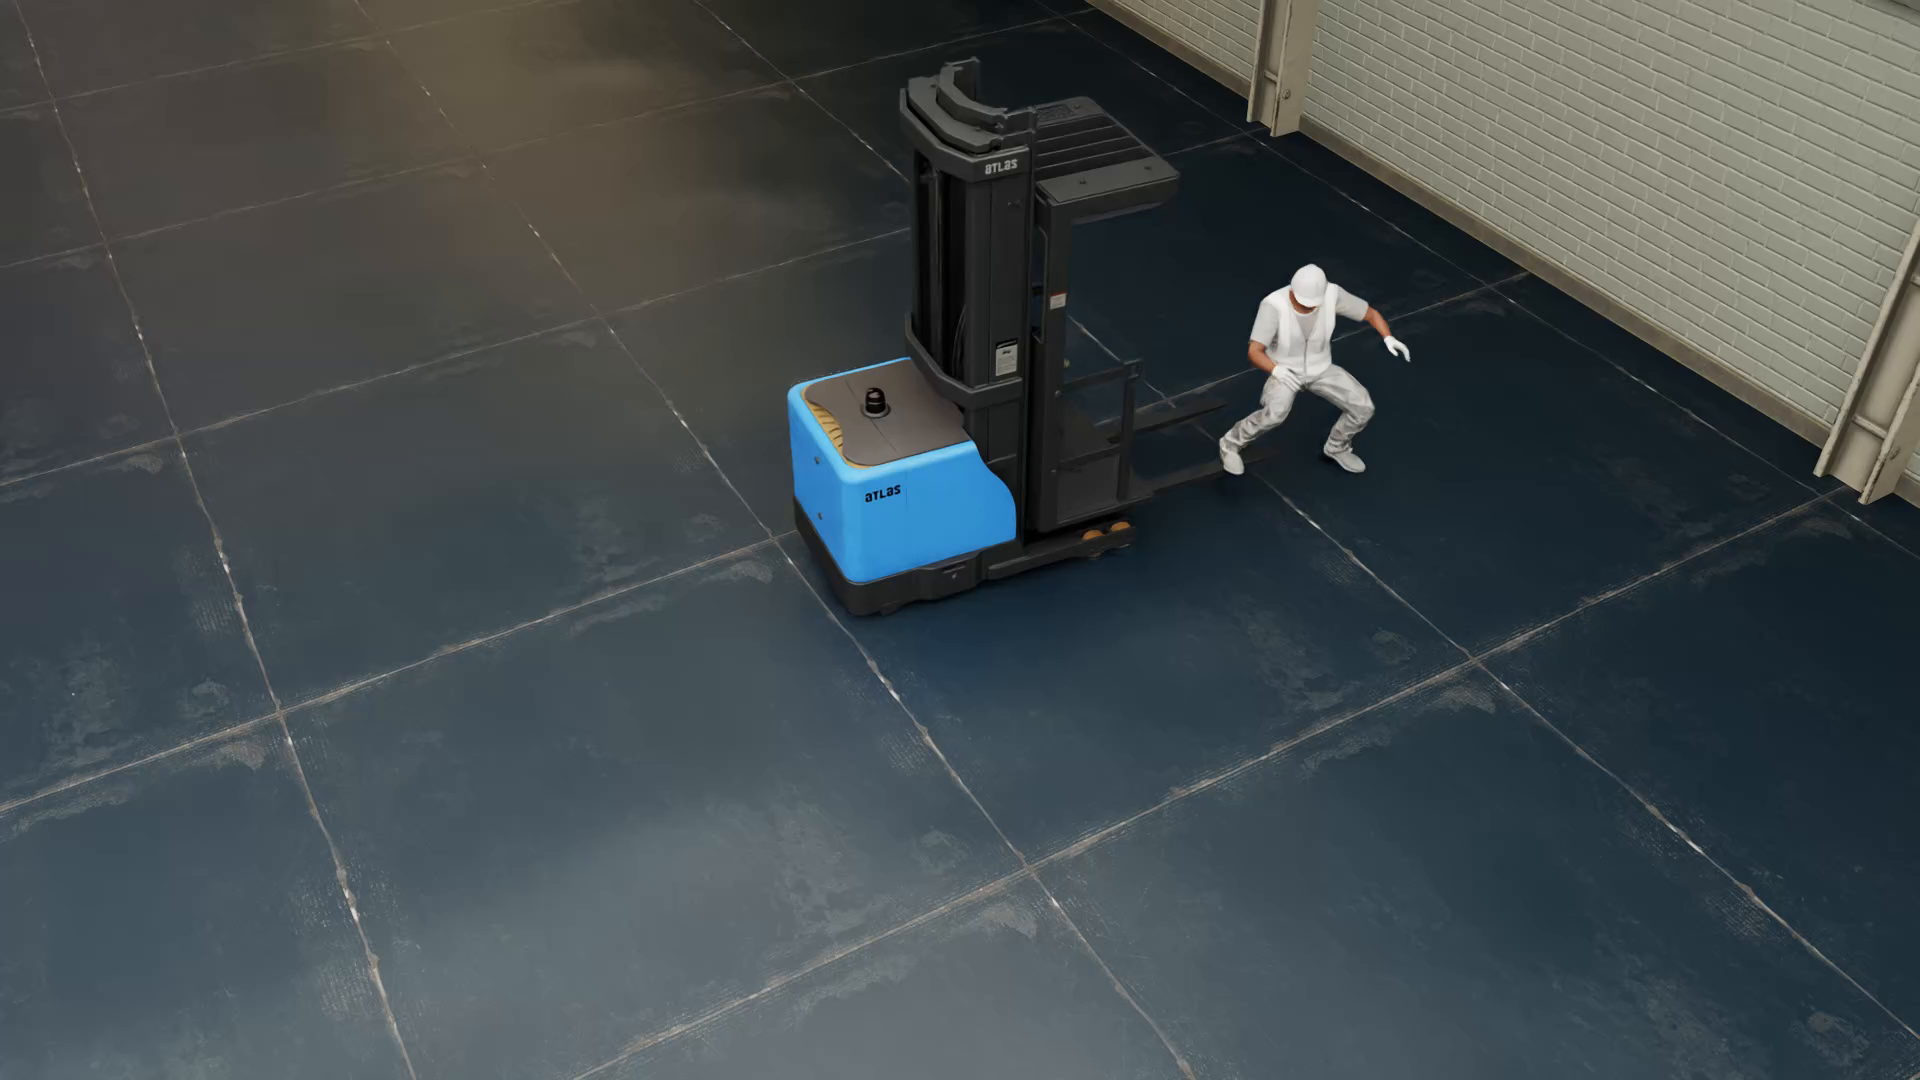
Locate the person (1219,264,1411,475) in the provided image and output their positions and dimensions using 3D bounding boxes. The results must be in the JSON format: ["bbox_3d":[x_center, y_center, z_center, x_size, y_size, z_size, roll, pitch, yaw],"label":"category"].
[{"bbox_3d":[2.170,-1.006,10.325,1.066,1.526,0.775,-4,40,-5],"label":"person"}]

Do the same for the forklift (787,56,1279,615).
[{"bbox_3d":[0.532,-1.316,9.622,3.031,2.935,1.130,-16,42,-19],"label":"forklift"}]
